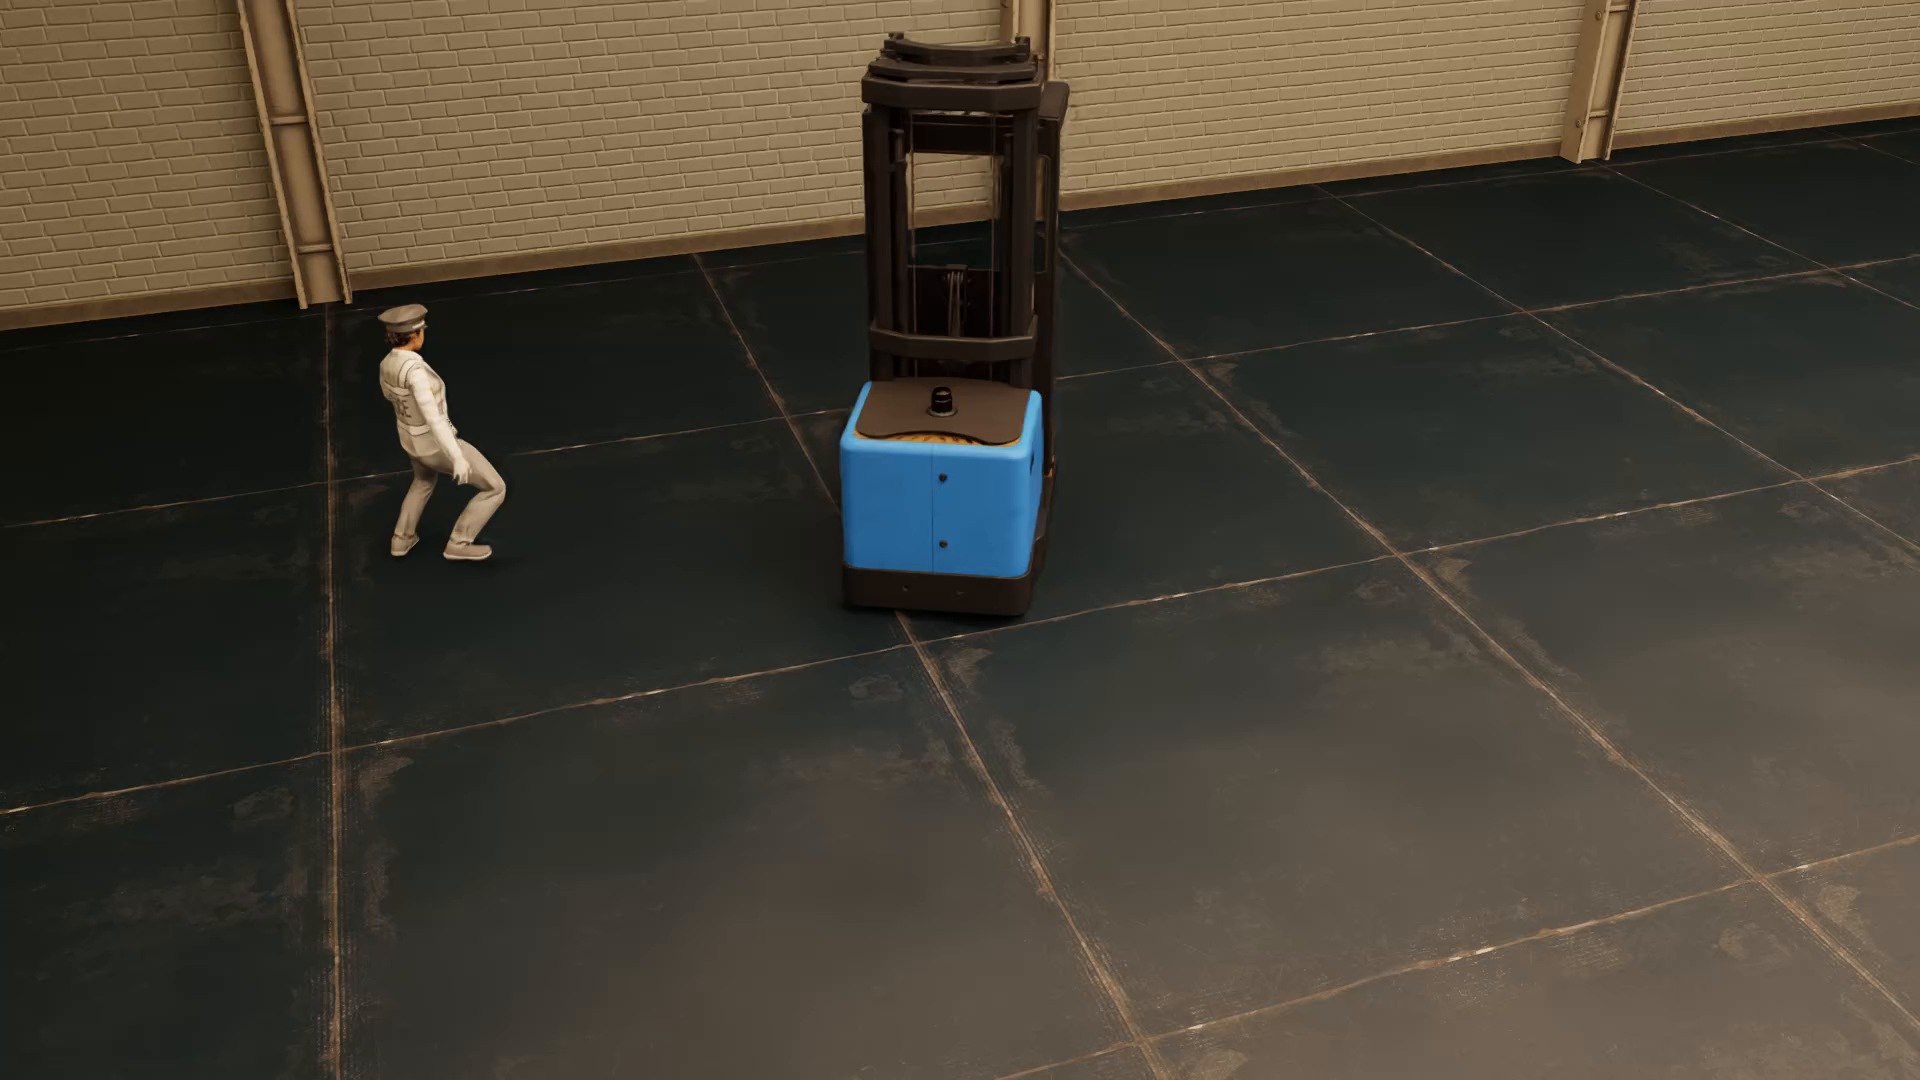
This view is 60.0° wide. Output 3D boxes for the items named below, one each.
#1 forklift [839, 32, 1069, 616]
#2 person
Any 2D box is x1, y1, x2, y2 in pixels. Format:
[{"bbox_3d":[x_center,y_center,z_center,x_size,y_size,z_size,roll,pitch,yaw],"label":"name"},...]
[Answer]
[{"bbox_3d":[0.038,-1.565,9.807,1.130,2.935,3.031,4,30,6],"label":"forklift"},{"bbox_3d":[-3.019,-0.579,9.495,0.568,1.565,0.855,-23,37,-34],"label":"person"}]
